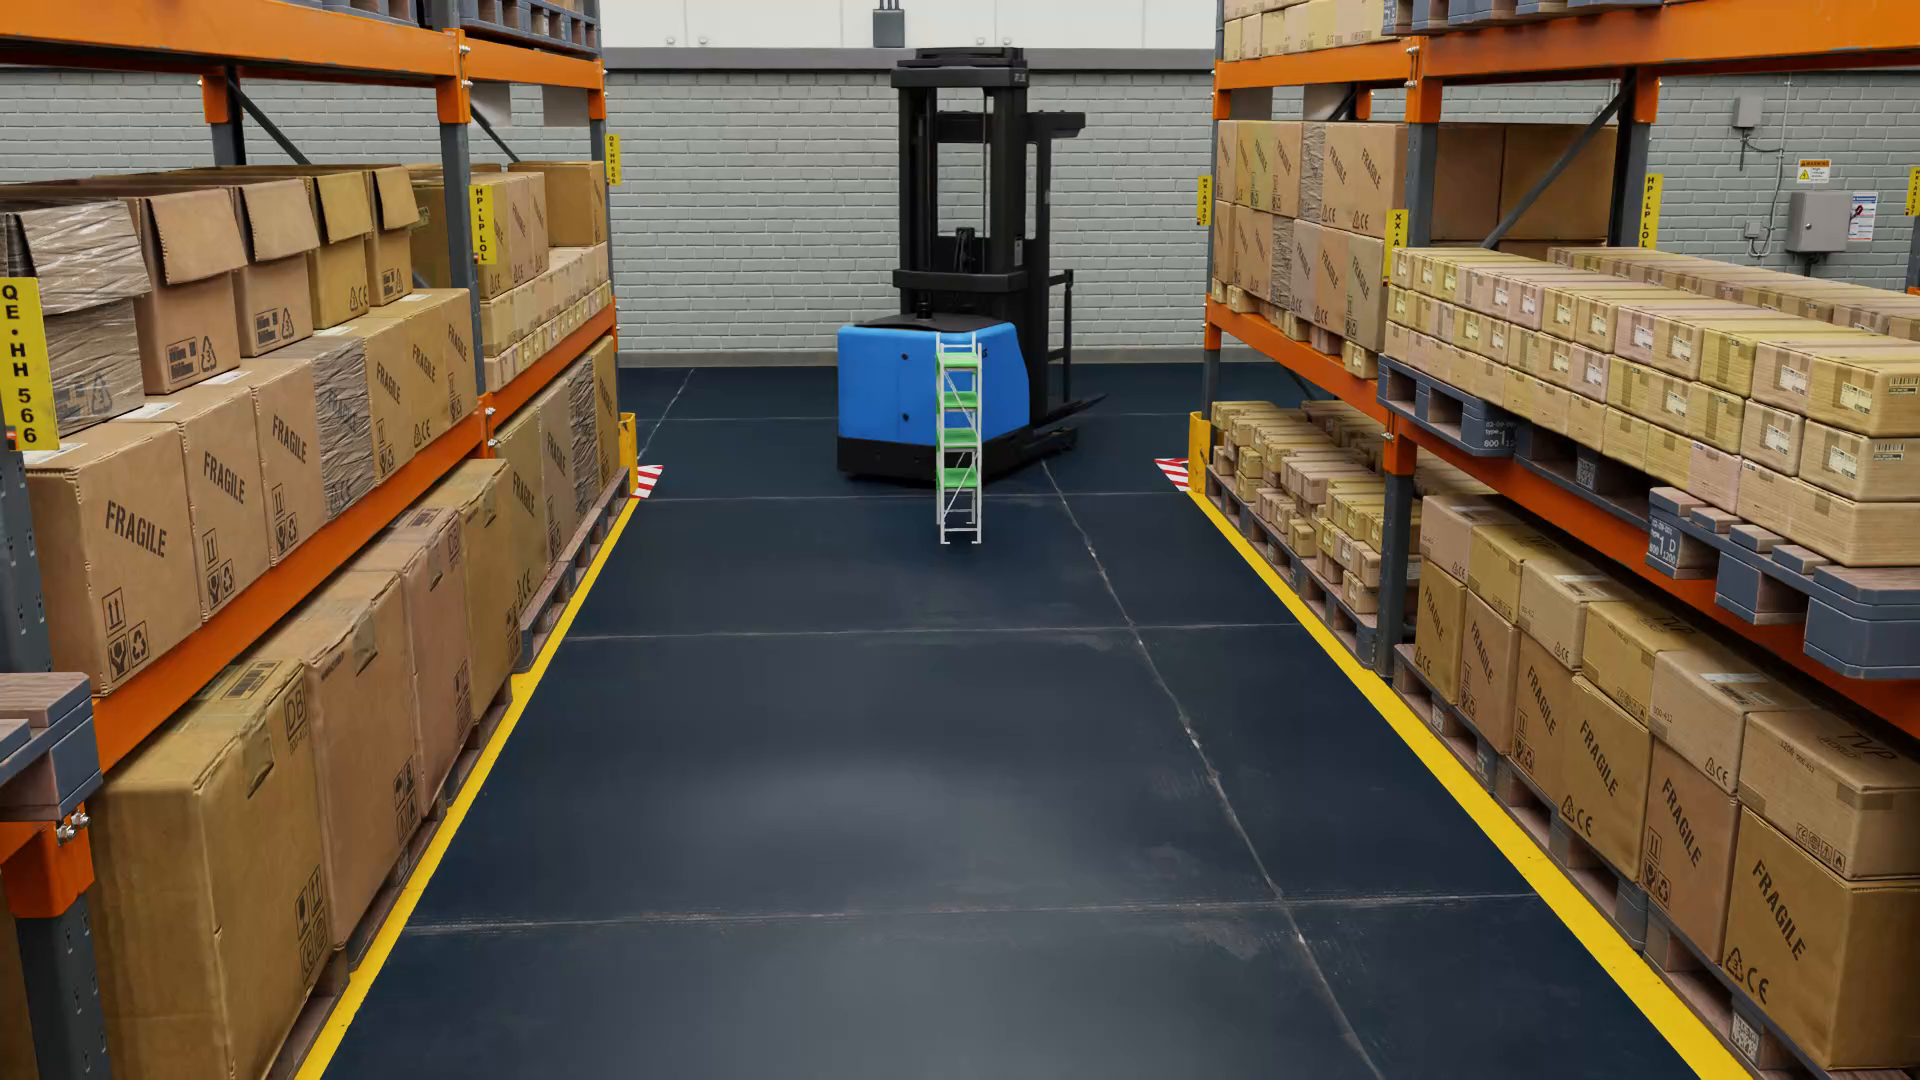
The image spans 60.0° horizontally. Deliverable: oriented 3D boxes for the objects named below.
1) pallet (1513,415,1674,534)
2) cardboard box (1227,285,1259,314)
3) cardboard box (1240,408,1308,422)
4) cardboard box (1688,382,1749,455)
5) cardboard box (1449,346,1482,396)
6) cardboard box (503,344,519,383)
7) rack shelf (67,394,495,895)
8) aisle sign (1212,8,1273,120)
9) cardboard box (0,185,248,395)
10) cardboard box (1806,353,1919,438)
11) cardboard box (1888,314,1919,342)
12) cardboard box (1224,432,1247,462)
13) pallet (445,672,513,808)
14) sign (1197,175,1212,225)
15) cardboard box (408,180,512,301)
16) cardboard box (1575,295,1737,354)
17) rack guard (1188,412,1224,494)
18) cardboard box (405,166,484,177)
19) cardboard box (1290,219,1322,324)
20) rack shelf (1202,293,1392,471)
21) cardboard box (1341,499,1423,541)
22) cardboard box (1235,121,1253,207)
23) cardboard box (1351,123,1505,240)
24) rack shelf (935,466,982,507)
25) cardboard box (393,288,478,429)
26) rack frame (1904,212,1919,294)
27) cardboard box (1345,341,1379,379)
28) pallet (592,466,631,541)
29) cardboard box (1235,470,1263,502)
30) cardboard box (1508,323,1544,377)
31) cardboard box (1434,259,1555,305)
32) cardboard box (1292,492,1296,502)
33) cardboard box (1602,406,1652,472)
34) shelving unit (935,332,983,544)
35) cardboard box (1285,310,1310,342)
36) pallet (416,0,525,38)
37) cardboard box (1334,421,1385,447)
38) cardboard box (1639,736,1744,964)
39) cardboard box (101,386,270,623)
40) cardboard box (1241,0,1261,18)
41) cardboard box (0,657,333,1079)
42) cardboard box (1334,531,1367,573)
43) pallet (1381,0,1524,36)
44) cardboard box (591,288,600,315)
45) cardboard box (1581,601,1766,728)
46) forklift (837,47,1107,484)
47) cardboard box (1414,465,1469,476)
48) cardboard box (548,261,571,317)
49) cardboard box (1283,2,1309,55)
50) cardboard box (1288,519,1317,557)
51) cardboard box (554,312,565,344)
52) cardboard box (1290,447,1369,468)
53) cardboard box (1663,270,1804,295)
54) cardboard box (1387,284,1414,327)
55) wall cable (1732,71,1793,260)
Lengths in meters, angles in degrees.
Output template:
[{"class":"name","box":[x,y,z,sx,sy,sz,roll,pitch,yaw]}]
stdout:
[{"class":"pallet","box":[2.494,-0.244,5.341,1.003,0.211,1.213,-1,14,-3]},{"class":"cardboard box","box":[1.875,-1.497,10.330,0.380,0.149,0.250,-1,14,-5]},{"class":"cardboard box","box":[1.992,-0.744,10.581,0.380,0.149,0.250,-1,14,-2]},{"class":"cardboard box","box":[2.135,-0.319,4.310,0.380,0.149,0.250,-1,14,-2]},{"class":"cardboard box","box":[2.024,-0.623,6.091,0.380,0.149,0.250,-1,14,-3]},{"class":"cardboard box","box":[-2.250,-0.811,7.663,0.380,0.149,0.250,-1,14,-5]},{"class":"rack shelf","box":[-2.423,0.057,5.229,1.077,0.370,4.000,-1,14,-3]},{"class":"aisle sign","box":[1.858,-3.108,10.867,0.394,0.787,0.004,-1,14,-3]},{"class":"cardboard box","box":[-2.366,-0.672,4.406,0.797,0.503,0.637,-1,14,-2]},{"class":"cardboard box","box":[2.170,-0.330,3.757,0.380,0.149,0.250,-1,15,-6]},{"class":"cardboard box","box":[2.776,-0.527,4.522,0.380,0.149,0.250,-1,15,-6]},{"class":"cardboard box","box":[1.899,-0.599,10.615,0.380,0.149,0.250,-1,14,-4]},{"class":"pallet","box":[-2.424,0.752,6.679,1.003,0.211,1.213,-1,14,-3]},{"class":"sign","box":[1.620,-2.246,10.998,0.100,0.325,0.005,-1,14,-3]},{"class":"cardboard box","box":[-2.322,-1.346,7.439,0.500,0.500,0.500,-1,14,-3]},{"class":"cardboard box","box":[2.092,-0.652,5.007,0.380,0.149,0.250,0,14,-1]},{"class":"rack guard","box":[2.167,-0.606,11.377,1.175,0.500,0.348,-1,14,-3]},{"class":"cardboard box","box":[-2.966,-1.842,9.363,0.500,0.500,0.500,-1,14,-5]},{"class":"cardboard box","box":[2.037,-1.402,8.656,0.500,0.500,0.500,-1,14,-4]},{"class":"rack shelf","box":[2.286,-0.989,9.295,1.077,0.370,4.000,-1,14,-3]},{"class":"cardboard box","box":[2.072,-0.098,8.074,0.380,0.149,0.250,-1,14,-3]},{"class":"cardboard box","box":[1.962,-2.271,10.027,0.500,0.500,0.500,0,14,-2]},{"class":"cardboard box","box":[2.111,-1.630,7.536,0.500,0.500,0.500,-1,14,-5]},{"class":"rack shelf","box":[-0.010,-0.328,10.113,0.258,0.148,0.480,-1,14,-3]},{"class":"cardboard box","box":[-2.246,-0.725,6.624,0.500,0.500,0.500,-1,14,-3]},{"class":"rack frame","box":[7.096,-1.937,11.533,1.000,3.000,0.127,-1,14,-3]},{"class":"cardboard box","box":[2.034,-0.848,7.808,0.380,0.149,0.250,-1,14,-5]},{"class":"pallet","box":[-2.667,-0.235,10.518,1.003,0.211,1.213,-1,14,-3]},{"class":"cardboard box","box":[1.901,-0.332,10.175,0.380,0.149,0.250,-1,14,-3]},{"class":"cardboard box","box":[2.061,-0.635,5.538,0.380,0.149,0.250,-1,14,-4]},{"class":"cardboard box","box":[2.012,-0.972,6.252,0.380,0.149,0.250,-1,14,-3]},{"class":"cardboard box","box":[2.086,-0.275,9.357,0.380,0.149,0.250,0,14,-1]},{"class":"cardboard box","box":[2.108,-0.297,4.824,0.380,0.149,0.250,-2,15,-6]},{"class":"shelving unit","box":[-0.010,-0.622,10.037,0.258,1.200,0.503,-1,14,-3]},{"class":"cardboard box","box":[1.990,-1.174,9.073,0.380,0.149,0.250,-1,14,-2]},{"class":"pallet","box":[-2.587,-2.402,7.501,1.003,0.211,1.213,-1,14,-3]},{"class":"cardboard box","box":[2.501,-0.627,10.128,0.380,0.149,0.250,-1,15,-6]},{"class":"cardboard box","box":[2.327,0.873,4.788,0.500,0.500,0.500,0,14,-1]},{"class":"cardboard box","box":[-2.092,-0.096,4.178,0.500,0.500,0.500,-1,14,-5]},{"class":"cardboard box","box":[1.963,-3.214,9.777,0.500,0.250,0.500,-1,14,-4]},{"class":"cardboard box","box":[-2.321,0.860,4.087,1.225,0.875,0.875,-2,15,-6]},{"class":"cardboard box","box":[2.044,0.052,8.084,0.380,0.149,0.250,-2,15,-6]},{"class":"pallet","box":[2.342,-2.047,6.319,1.213,0.211,1.003,-1,14,-3]},{"class":"cardboard box","box":[-2.412,-1.451,10.151,0.380,0.149,0.250,-1,14,-3]},{"class":"cardboard box","box":[2.295,0.380,5.197,0.500,0.250,0.500,-1,14,-2]},{"class":"forklift","box":[0.251,-2.118,12.376,1.130,2.935,3.031,7,16,26]},{"class":"cardboard box","box":[2.599,-0.301,8.859,0.380,0.149,0.250,-1,14,-2]},{"class":"cardboard box","box":[-2.401,-1.356,8.982,0.500,0.250,0.500,-1,14,-3]},{"class":"cardboard box","box":[2.029,-2.712,8.828,0.500,0.250,0.500,-1,14,-4]},{"class":"cardboard box","box":[1.981,-0.013,8.934,0.380,0.149,0.250,-1,14,-4]},{"class":"cardboard box","box":[-2.332,-1.133,8.916,0.380,0.149,0.250,-1,14,-5]},{"class":"cardboard box","box":[2.068,-0.422,9.332,0.380,0.149,0.250,-1,14,-3]},{"class":"cardboard box","box":[2.689,-0.856,5.800,0.380,0.149,0.250,-1,14,-5]},{"class":"cardboard box","box":[1.975,-0.961,6.806,0.380,0.149,0.250,-1,14,-3]},{"class":"wall cable","box":[8.138,-3.855,16.952,0.588,1.984,0.122,-1,14,-3]}]
